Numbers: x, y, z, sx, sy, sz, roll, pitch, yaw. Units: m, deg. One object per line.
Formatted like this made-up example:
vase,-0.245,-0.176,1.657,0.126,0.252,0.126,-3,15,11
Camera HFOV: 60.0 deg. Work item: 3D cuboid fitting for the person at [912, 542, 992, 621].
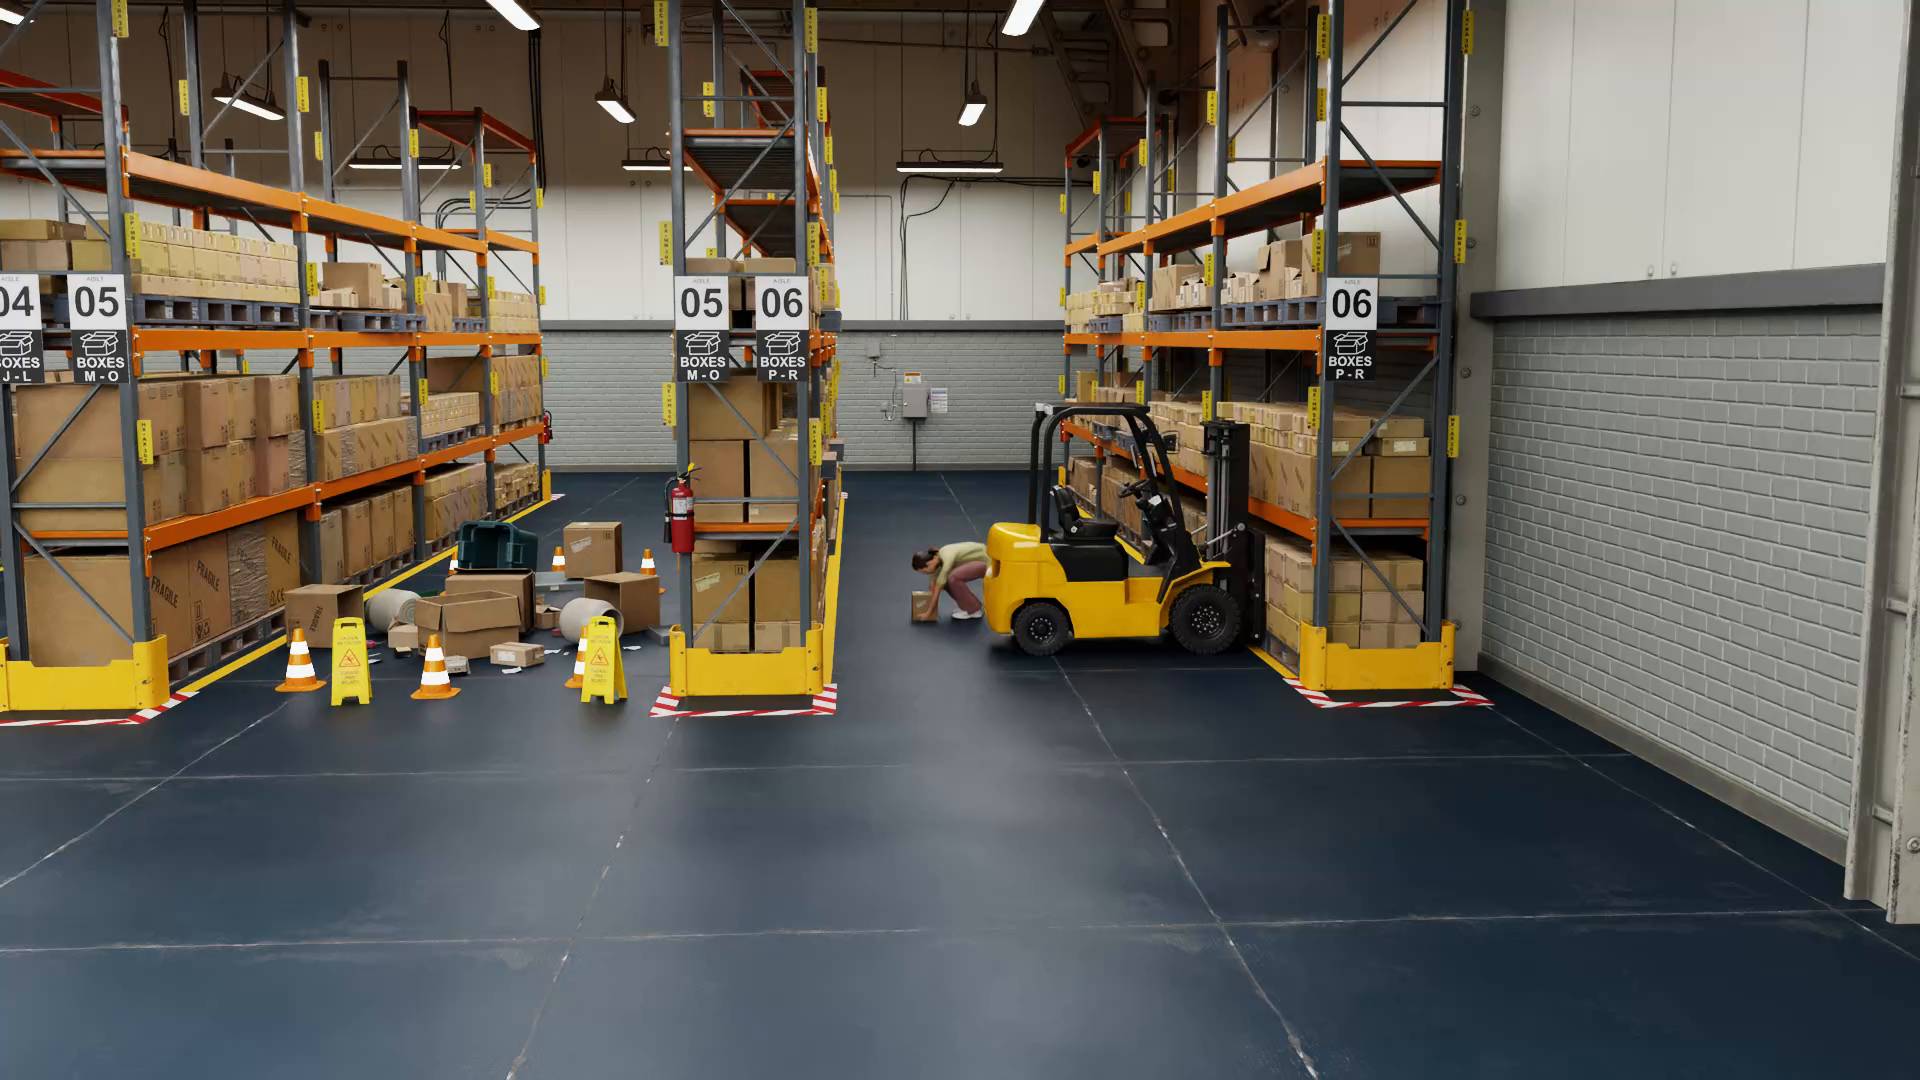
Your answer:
person,-0.049,0.406,16.365,0.866,0.753,0.448,-2,7,-13
